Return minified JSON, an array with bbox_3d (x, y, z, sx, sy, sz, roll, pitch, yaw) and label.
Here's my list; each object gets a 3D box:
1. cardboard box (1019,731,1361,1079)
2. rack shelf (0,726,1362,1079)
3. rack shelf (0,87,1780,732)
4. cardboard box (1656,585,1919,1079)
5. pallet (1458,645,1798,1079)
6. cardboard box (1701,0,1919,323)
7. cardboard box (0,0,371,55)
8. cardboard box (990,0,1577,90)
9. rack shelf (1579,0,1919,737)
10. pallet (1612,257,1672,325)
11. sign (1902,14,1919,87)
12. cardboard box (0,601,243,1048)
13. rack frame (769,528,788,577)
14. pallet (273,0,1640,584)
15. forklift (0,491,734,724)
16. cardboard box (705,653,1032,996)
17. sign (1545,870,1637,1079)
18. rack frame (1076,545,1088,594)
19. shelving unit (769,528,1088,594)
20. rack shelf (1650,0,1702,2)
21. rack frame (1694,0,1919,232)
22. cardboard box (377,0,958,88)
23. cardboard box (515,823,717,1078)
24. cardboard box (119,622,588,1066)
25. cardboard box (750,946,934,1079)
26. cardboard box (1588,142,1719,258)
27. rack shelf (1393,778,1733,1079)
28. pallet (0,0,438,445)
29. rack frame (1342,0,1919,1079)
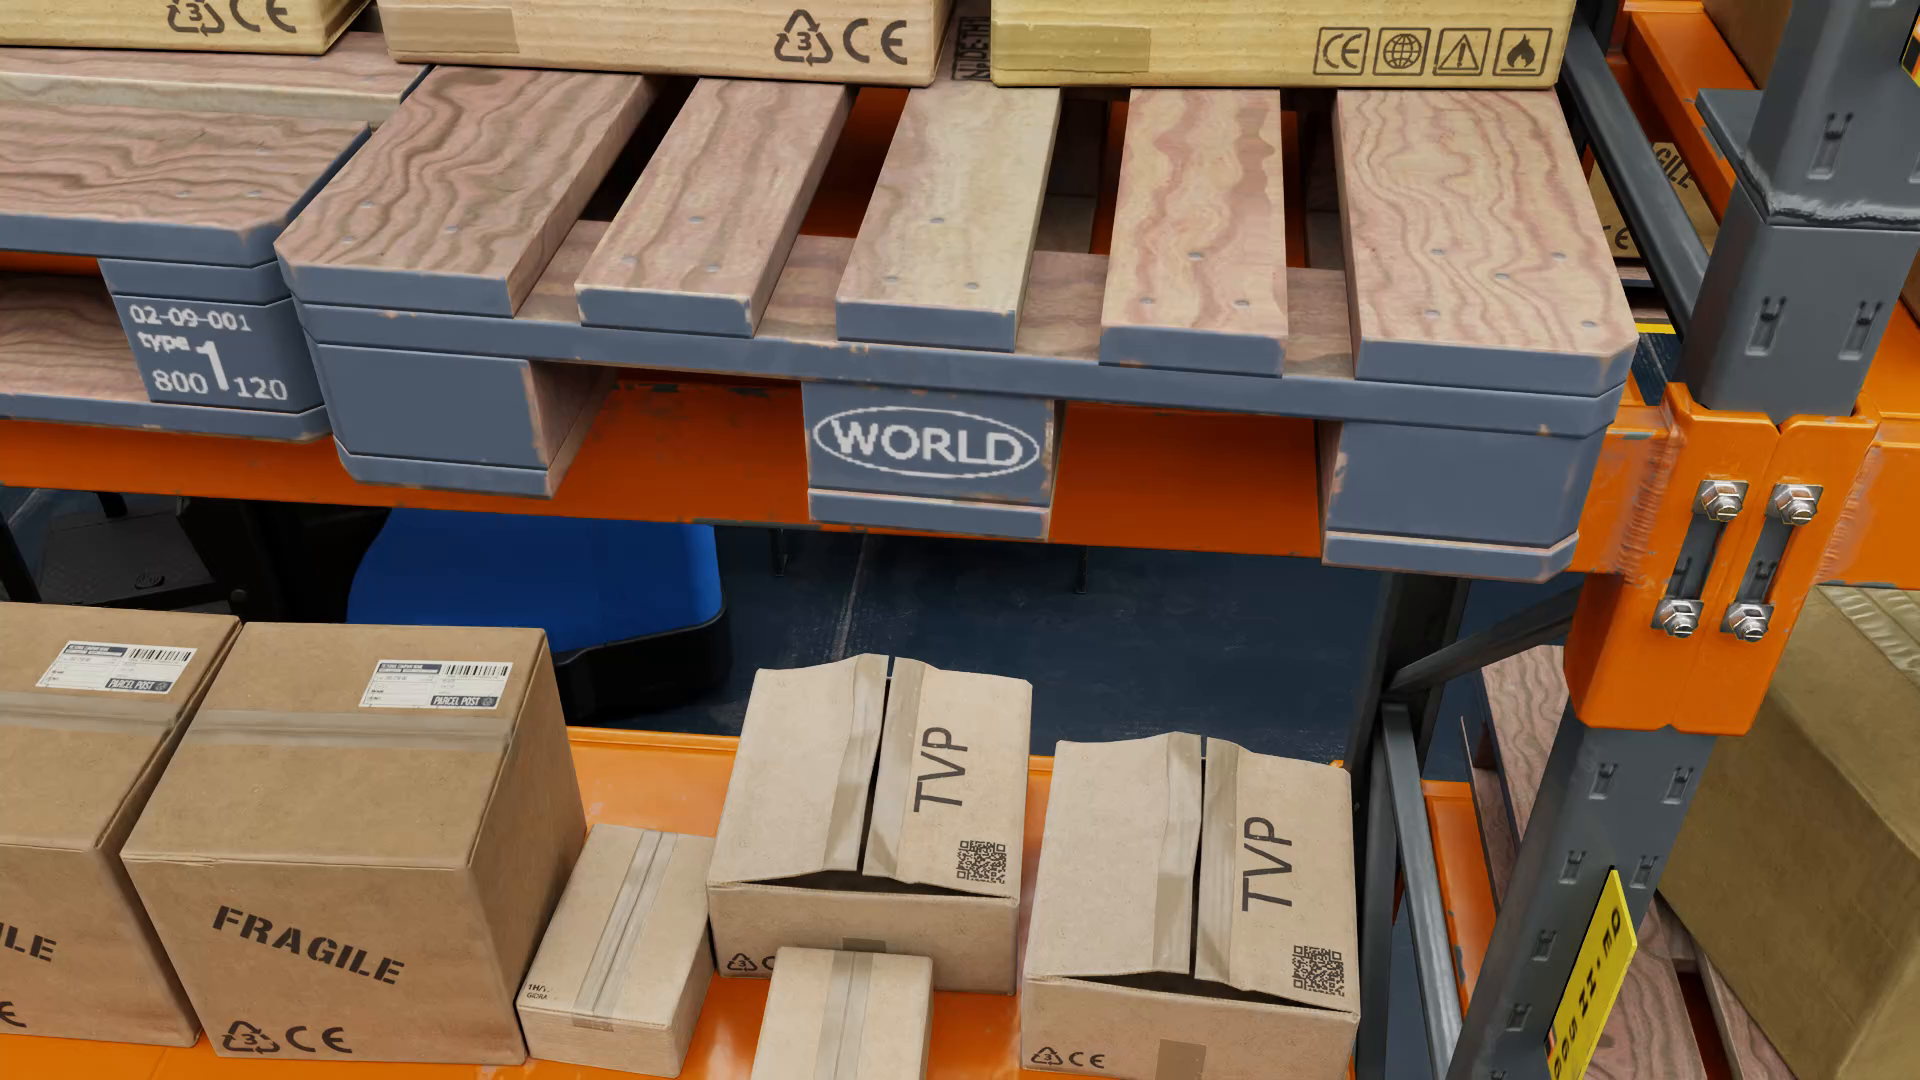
[{"bbox_3d":[0.378,0.594,2.715,0.500,0.311,0.500,5,39,7],"label":"cardboard box"},{"bbox_3d":[-1.256,0.777,2.990,4.000,0.370,1.077,3,39,4],"label":"rack shelf"},{"bbox_3d":[-1.256,-0.387,2.043,4.000,0.370,1.077,3,39,4],"label":"rack shelf"},{"bbox_3d":[1.374,0.368,2.510,0.500,0.500,0.700,-9,40,-11],"label":"cardboard box"},{"bbox_3d":[1.418,0.674,2.698,1.003,0.211,1.213,3,39,4],"label":"pallet"},{"bbox_3d":[1.174,-0.593,1.647,0.500,0.500,0.910,3,39,4],"label":"cardboard box"},{"bbox_3d":[-0.813,-0.706,1.652,0.500,0.250,0.500,2,39,3],"label":"cardboard box"},{"bbox_3d":[0.280,-0.651,1.583,0.500,0.250,0.500,0,39,1],"label":"cardboard box"},{"bbox_3d":[2.729,-0.169,1.775,4.000,0.370,1.077,3,39,4],"label":"rack shelf"},{"bbox_3d":[3.151,-1.269,7.142,1.213,0.211,1.003,3,39,4],"label":"pallet"},{"bbox_3d":[0.681,-0.439,1.065,0.005,0.325,0.100,3,39,4],"label":"sign"},{"bbox_3d":[-1.461,0.458,2.732,0.500,0.500,0.500,3,39,4],"label":"cardboard box"},{"bbox_3d":[-0.591,-0.614,5.316,0.032,1.500,0.500,3,39,4],"label":"rack frame"},{"bbox_3d":[0.053,-0.464,1.718,1.003,0.211,1.213,5,39,6],"label":"pallet"},{"bbox_3d":[-2.280,-0.691,4.278,3.031,2.935,1.130,-11,40,-13],"label":"forklift"},{"bbox_3d":[-0.138,0.471,2.866,0.500,0.311,0.500,3,39,3],"label":"cardboard box"},{"bbox_3d":[0.692,0.507,1.834,0.005,0.325,0.100,3,39,4],"label":"sign"},{"bbox_3d":[0.421,-0.559,5.248,0.032,1.500,0.500,3,39,4],"label":"rack frame"},{"bbox_3d":[-0.085,-0.586,5.282,1.048,1.500,0.538,3,39,4],"label":"shelving unit"},{"bbox_3d":[3.153,-2.121,6.550,4.000,0.370,1.077,3,39,4],"label":"rack shelf"},{"bbox_3d":[0.737,-1.720,0.735,0.127,3.000,1.000,3,39,4],"label":"rack frame"},{"bbox_3d":[-0.244,-0.668,1.605,0.500,0.250,0.500,4,39,5],"label":"cardboard box"},{"bbox_3d":[-0.539,0.670,2.750,0.250,0.149,0.380,6,40,7],"label":"cardboard box"},{"bbox_3d":[-0.937,0.487,2.697,0.500,0.500,0.500,1,39,1],"label":"cardboard box"},{"bbox_3d":[-0.183,0.829,2.555,0.250,0.149,0.380,3,39,4],"label":"cardboard box"},{"bbox_3d":[2.754,-1.664,6.788,0.750,0.750,0.750,3,39,4],"label":"cardboard box"},{"bbox_3d":[2.729,0.994,2.722,4.000,0.370,1.077,3,39,4],"label":"rack shelf"},{"bbox_3d":[-1.062,-0.523,1.790,1.213,0.211,1.003,5,39,6],"label":"pallet"},{"bbox_3d":[0.737,0.607,2.629,0.127,3.000,1.000,3,39,4],"label":"rack frame"}]
